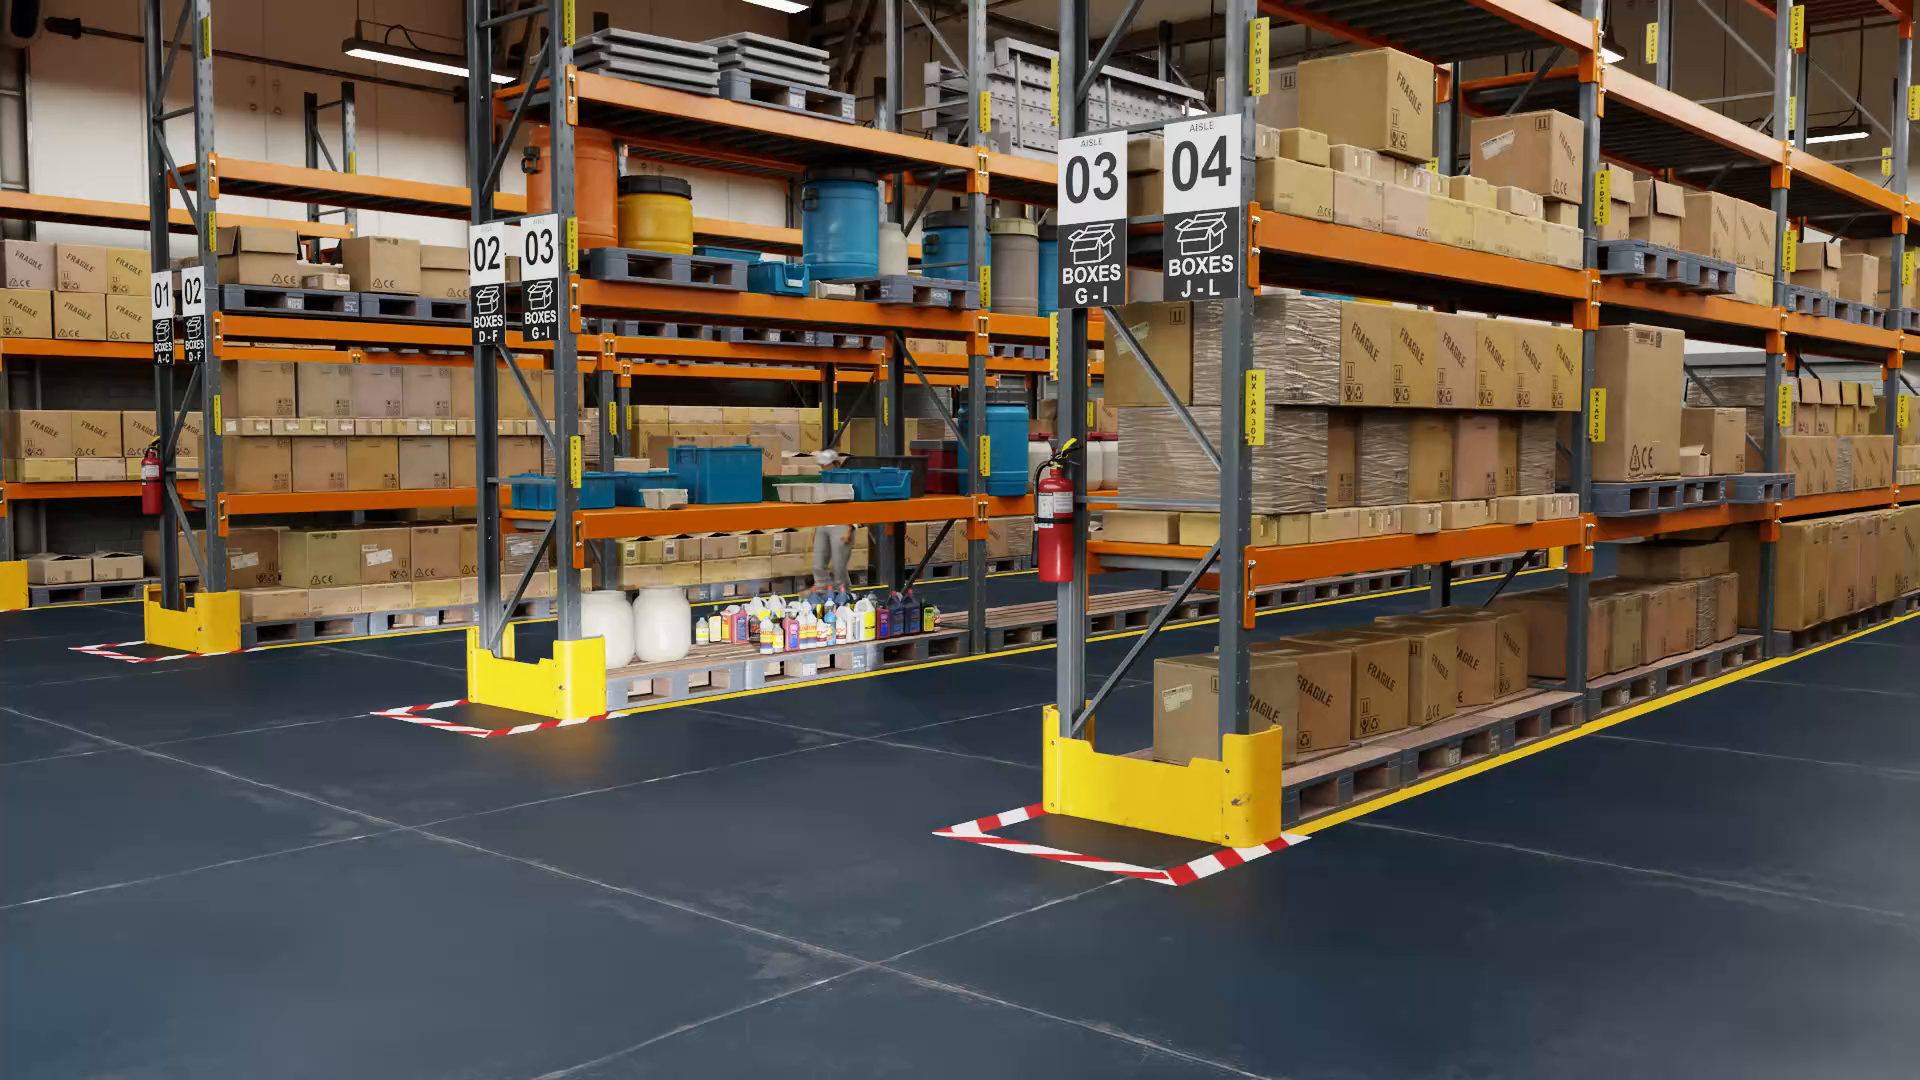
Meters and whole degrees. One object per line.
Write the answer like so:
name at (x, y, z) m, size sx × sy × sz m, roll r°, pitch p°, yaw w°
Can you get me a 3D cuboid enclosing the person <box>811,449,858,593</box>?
person at (-1.288, -0.079, 16.674) m, size 0.542 × 1.665 × 0.466 m, roll 3°, pitch 5°, yaw 39°
